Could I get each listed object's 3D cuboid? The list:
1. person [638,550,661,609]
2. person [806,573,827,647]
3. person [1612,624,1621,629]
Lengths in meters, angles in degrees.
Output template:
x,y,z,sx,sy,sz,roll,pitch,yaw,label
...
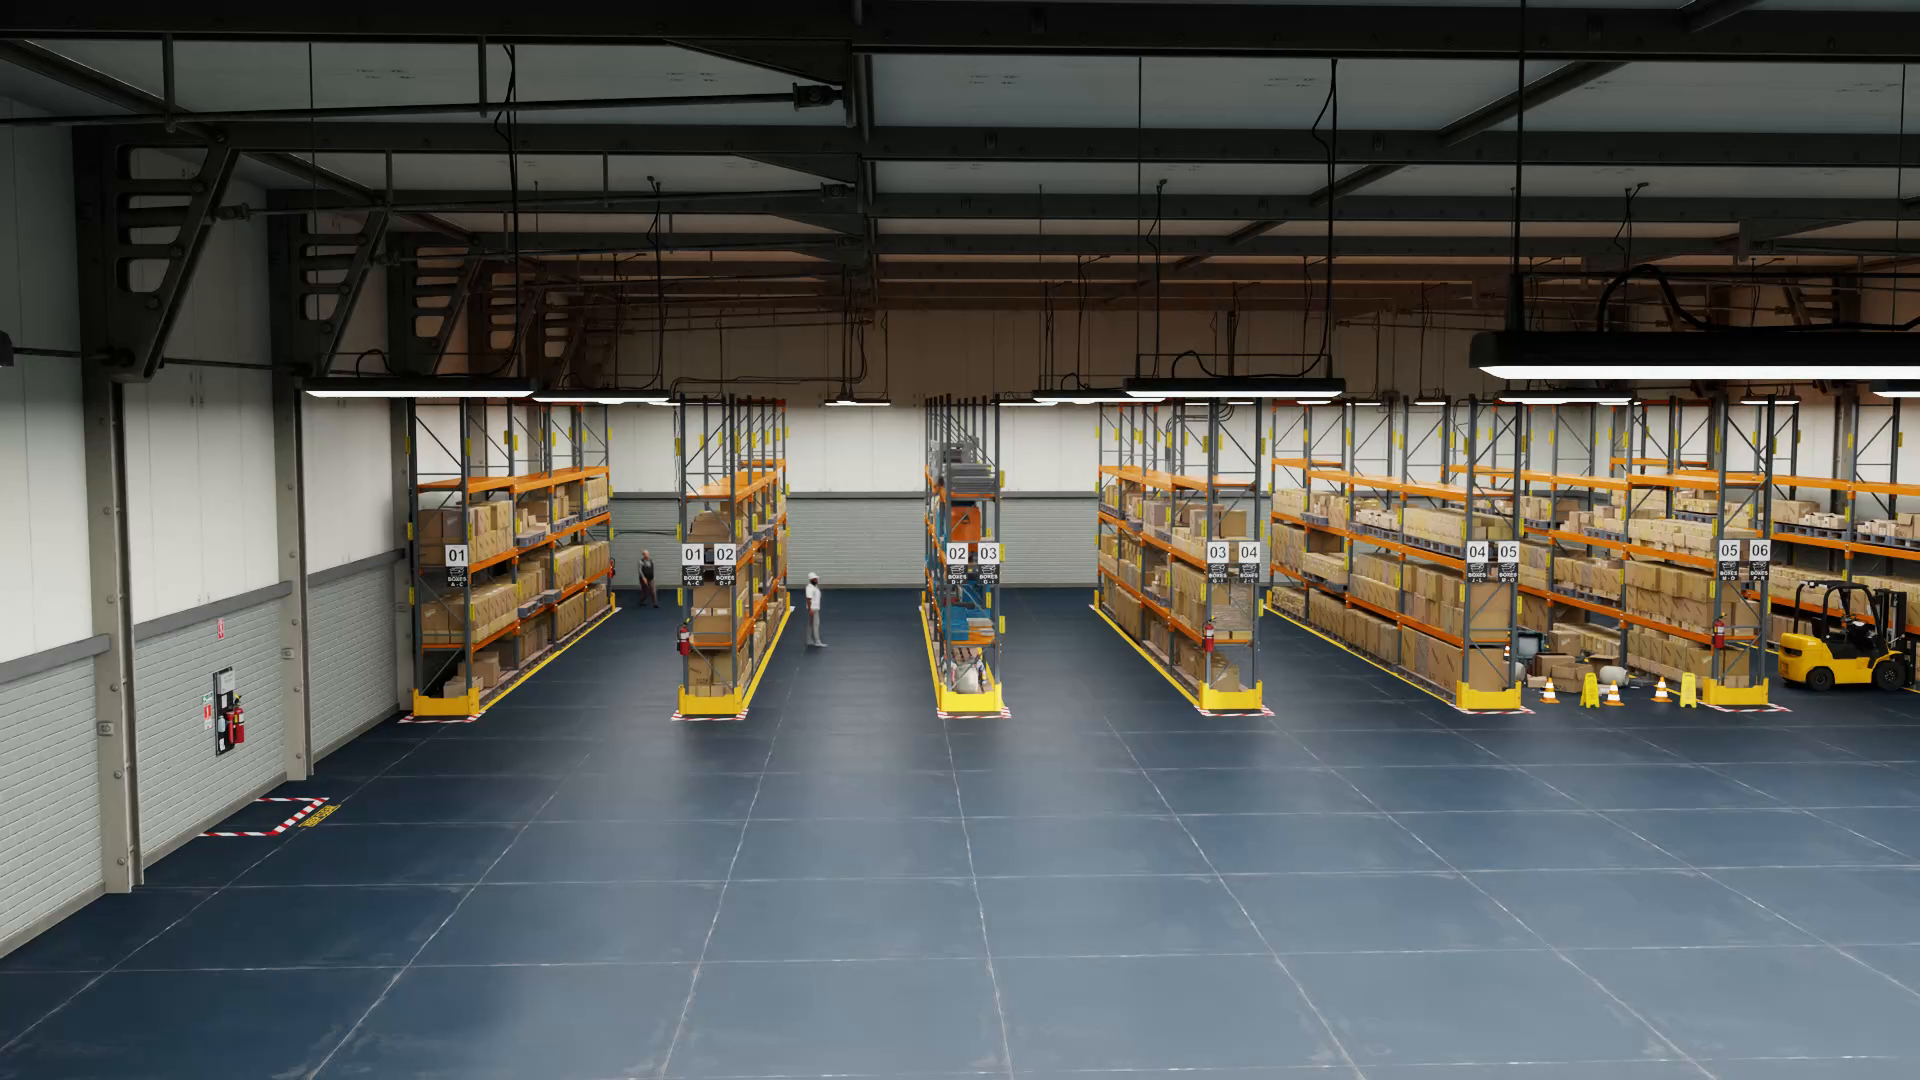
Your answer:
x,y,z,sx,sy,sz,roll,pitch,yaw,label
-8.953,1.131,47.557,0.872,1.679,0.590,4,6,44,person
-3.460,1.672,40.150,0.554,1.783,0.603,0,5,5,person
17.240,1.418,43.320,0.441,1.788,0.619,1,5,12,person
